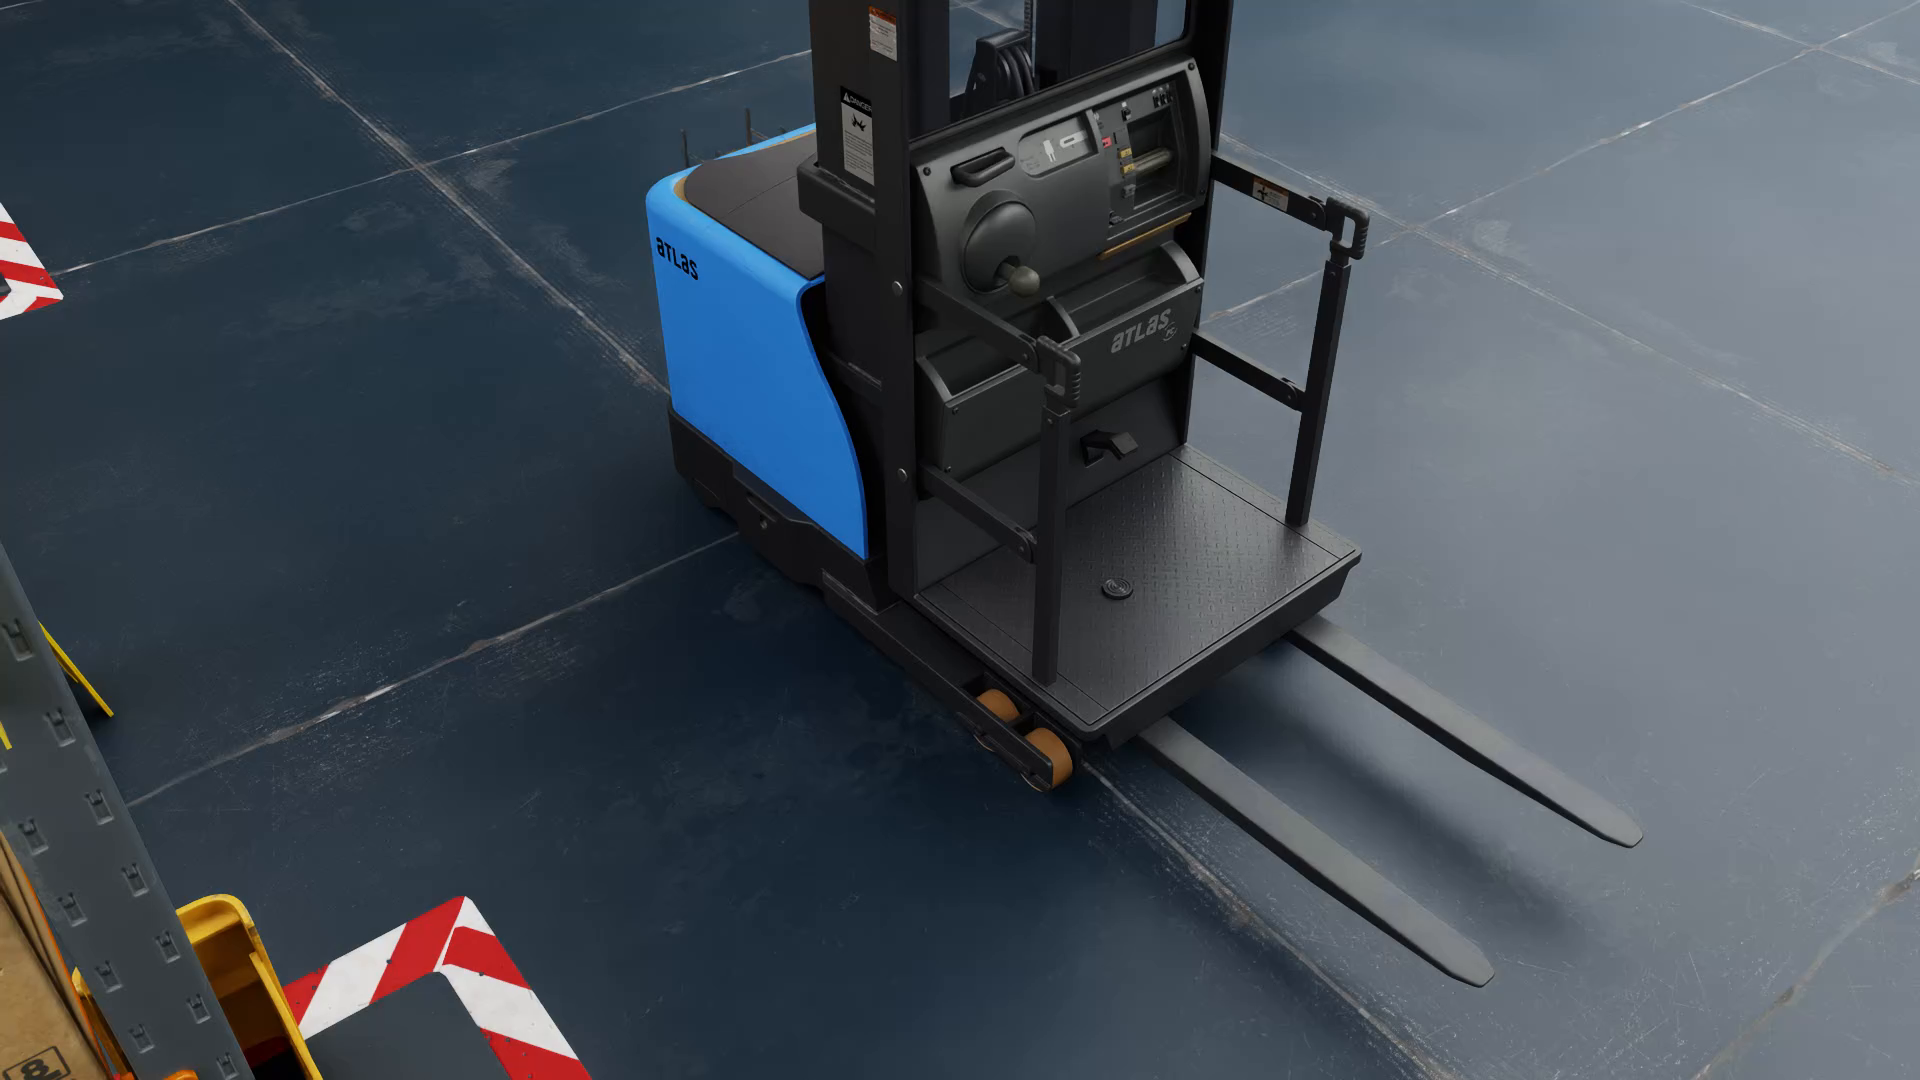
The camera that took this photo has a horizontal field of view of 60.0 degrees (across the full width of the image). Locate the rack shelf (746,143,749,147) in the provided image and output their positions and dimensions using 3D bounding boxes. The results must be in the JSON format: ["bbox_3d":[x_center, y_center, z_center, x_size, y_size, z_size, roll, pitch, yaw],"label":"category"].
[{"bbox_3d":[-0.704,-1.078,5.305,0.240,0.259,0.215,-30,48,-31],"label":"rack shelf"}]

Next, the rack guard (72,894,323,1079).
[{"bbox_3d":[-1.341,1.291,3.282,0.348,0.500,1.175,-26,46,-28],"label":"rack guard"}]

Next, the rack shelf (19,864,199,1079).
[{"bbox_3d":[-2.946,1.385,1.764,4.000,0.370,1.077,-26,46,-28],"label":"rack shelf"}]

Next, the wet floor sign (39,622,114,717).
[{"bbox_3d":[-2.544,0.237,4.452,0.267,0.644,0.232,30,48,31],"label":"wet floor sign"}]

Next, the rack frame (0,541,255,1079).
[{"bbox_3d":[-1.360,0.334,2.478,0.127,3.000,1.000,-26,46,-28],"label":"rack frame"}]

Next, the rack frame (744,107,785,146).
[{"bbox_3d":[-0.613,-0.918,5.541,0.008,1.050,0.200,-30,48,-31],"label":"rack frame"}]

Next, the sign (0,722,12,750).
[{"bbox_3d":[-1.040,0.073,1.696,0.005,0.325,0.100,-26,46,-28],"label":"sign"}]

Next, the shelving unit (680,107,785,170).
[{"bbox_3d":[-0.704,-0.866,5.478,0.252,1.050,0.215,-30,48,-31],"label":"shelving unit"}]

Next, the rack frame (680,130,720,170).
[{"bbox_3d":[-0.795,-0.815,5.415,0.008,1.050,0.200,-30,48,-31],"label":"rack frame"}]

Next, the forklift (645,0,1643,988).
[{"bbox_3d":[0.413,-0.831,3.952,1.130,2.935,3.031,-29,47,-30],"label":"forklift"}]
